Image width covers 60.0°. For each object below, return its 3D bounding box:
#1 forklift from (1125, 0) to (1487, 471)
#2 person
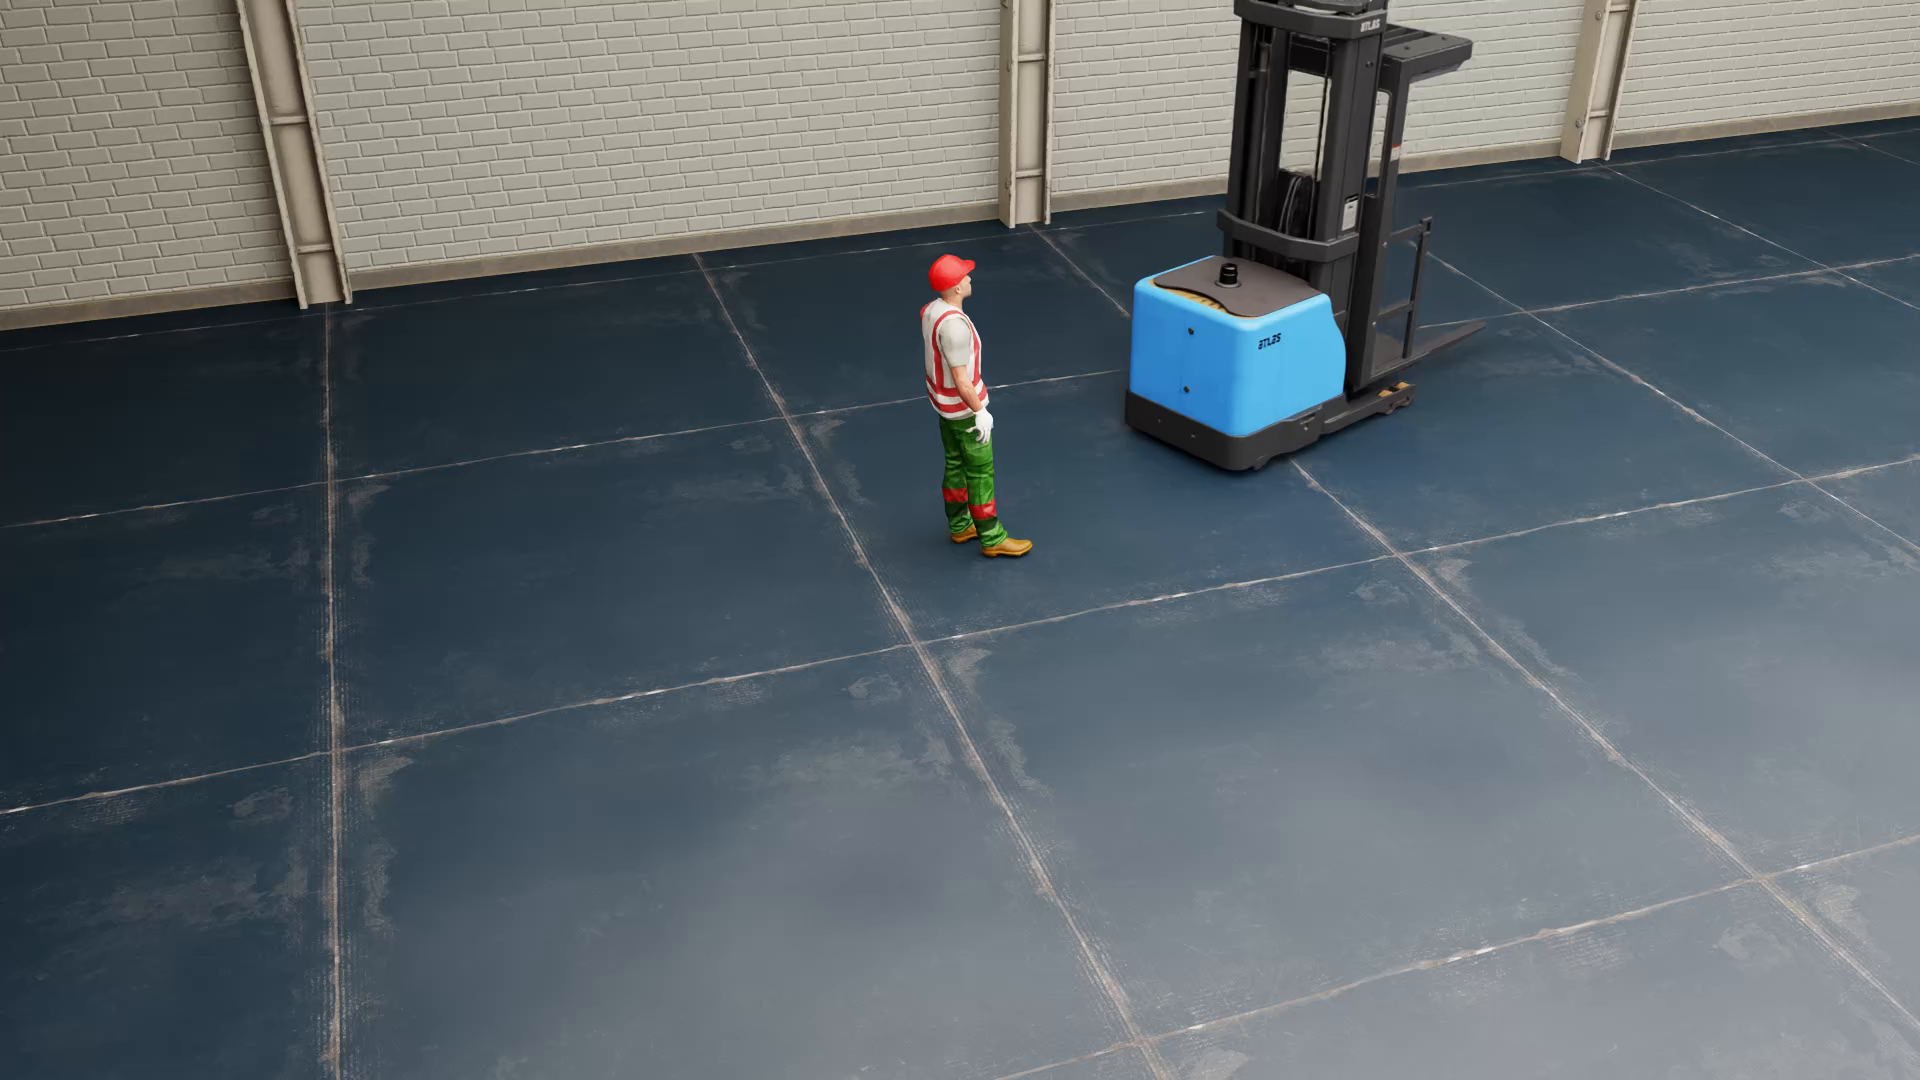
[{"bbox_3d":[2.564,-2.321,11.120,3.031,2.935,1.130,-23,37,-34],"label":"forklift"},{"bbox_3d":[0.080,-0.789,9.590,0.562,1.789,0.638,-10,31,-16],"label":"person"}]
